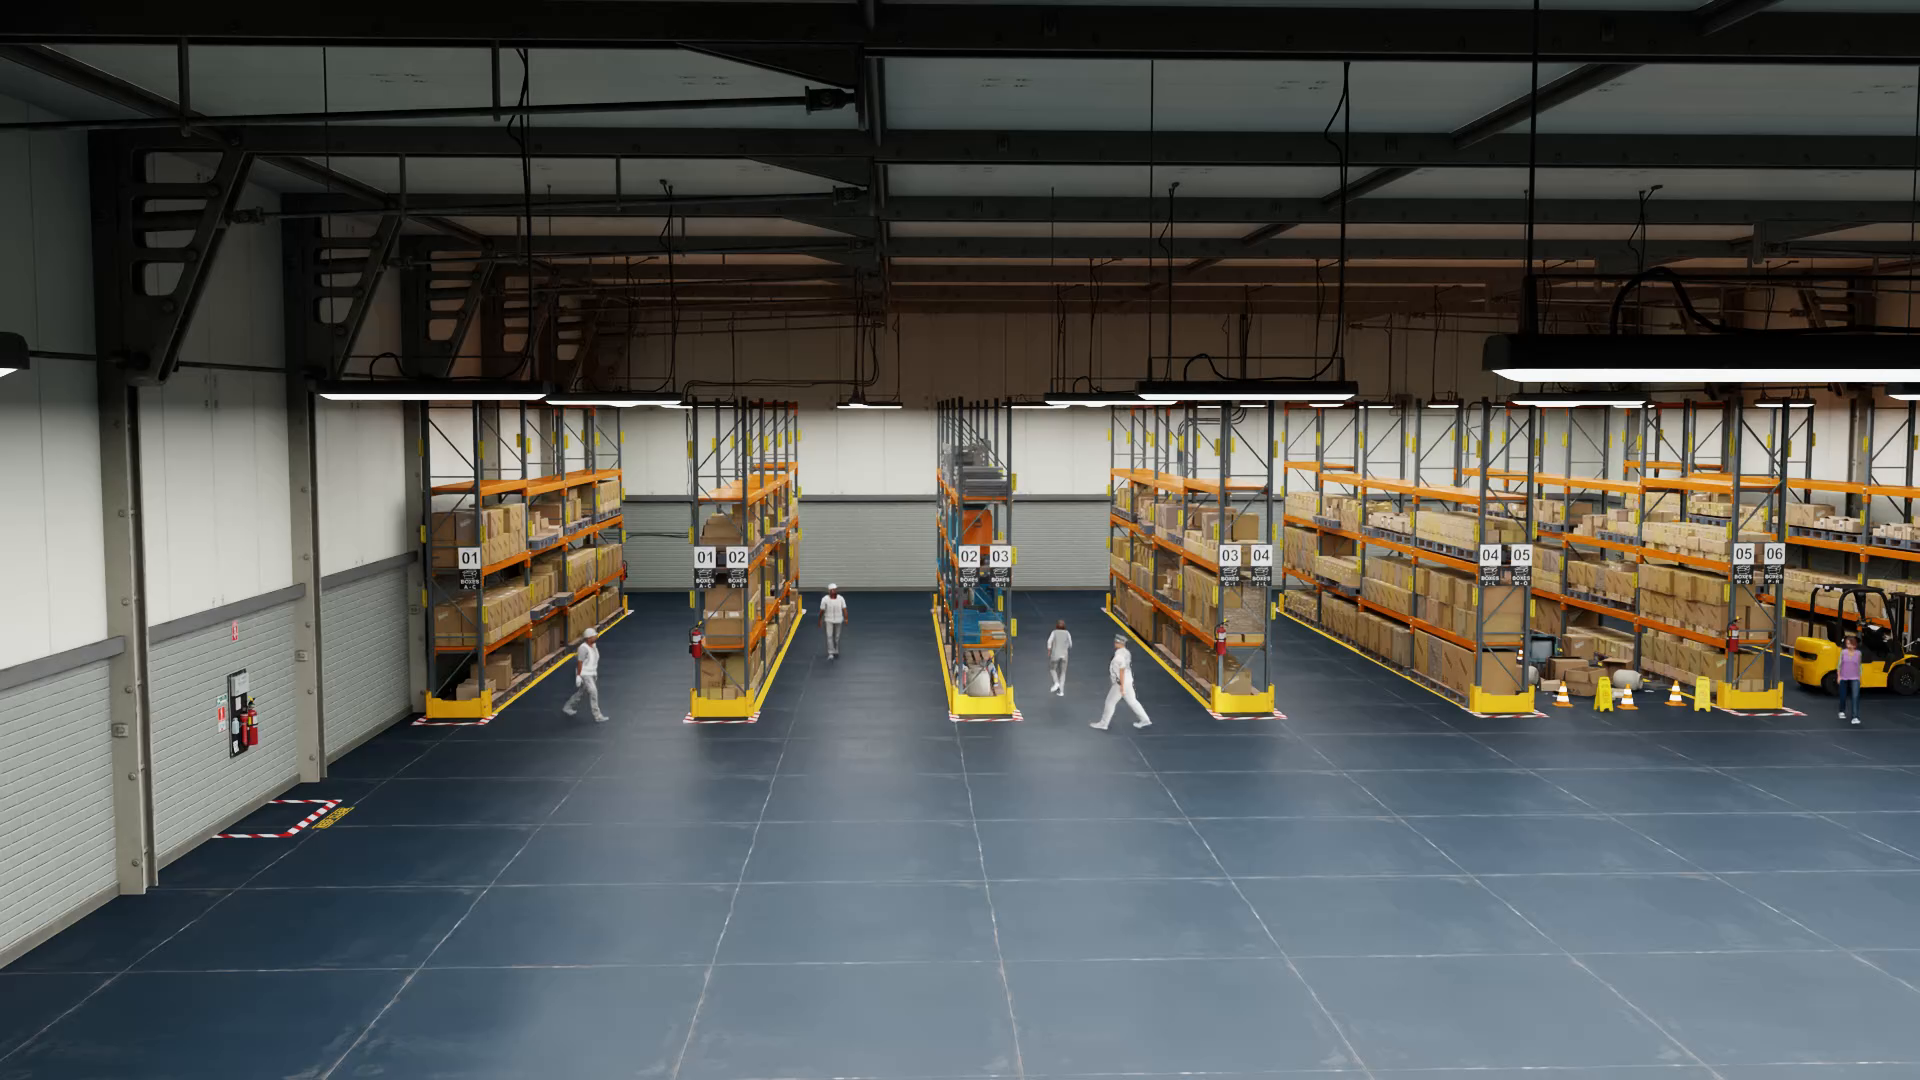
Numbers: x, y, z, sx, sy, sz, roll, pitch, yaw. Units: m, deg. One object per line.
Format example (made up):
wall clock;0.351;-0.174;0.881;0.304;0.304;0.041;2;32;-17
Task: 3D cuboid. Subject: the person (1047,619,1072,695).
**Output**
person;2.017;2.378;33.787;0.519;1.485;0.754;0;4;2

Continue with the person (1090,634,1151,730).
person;2.888;2.536;29.864;1.085;1.693;0.552;1;5;12

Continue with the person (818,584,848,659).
person;-2.937;1.869;38.557;0.668;1.705;1.079;-1;5;-11

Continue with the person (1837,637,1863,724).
person;16.393;2.567;30.628;0.426;1.579;0.723;3;5;32

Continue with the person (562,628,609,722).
person;-6.935;2.486;30.779;1.117;1.732;0.576;2;5;19
